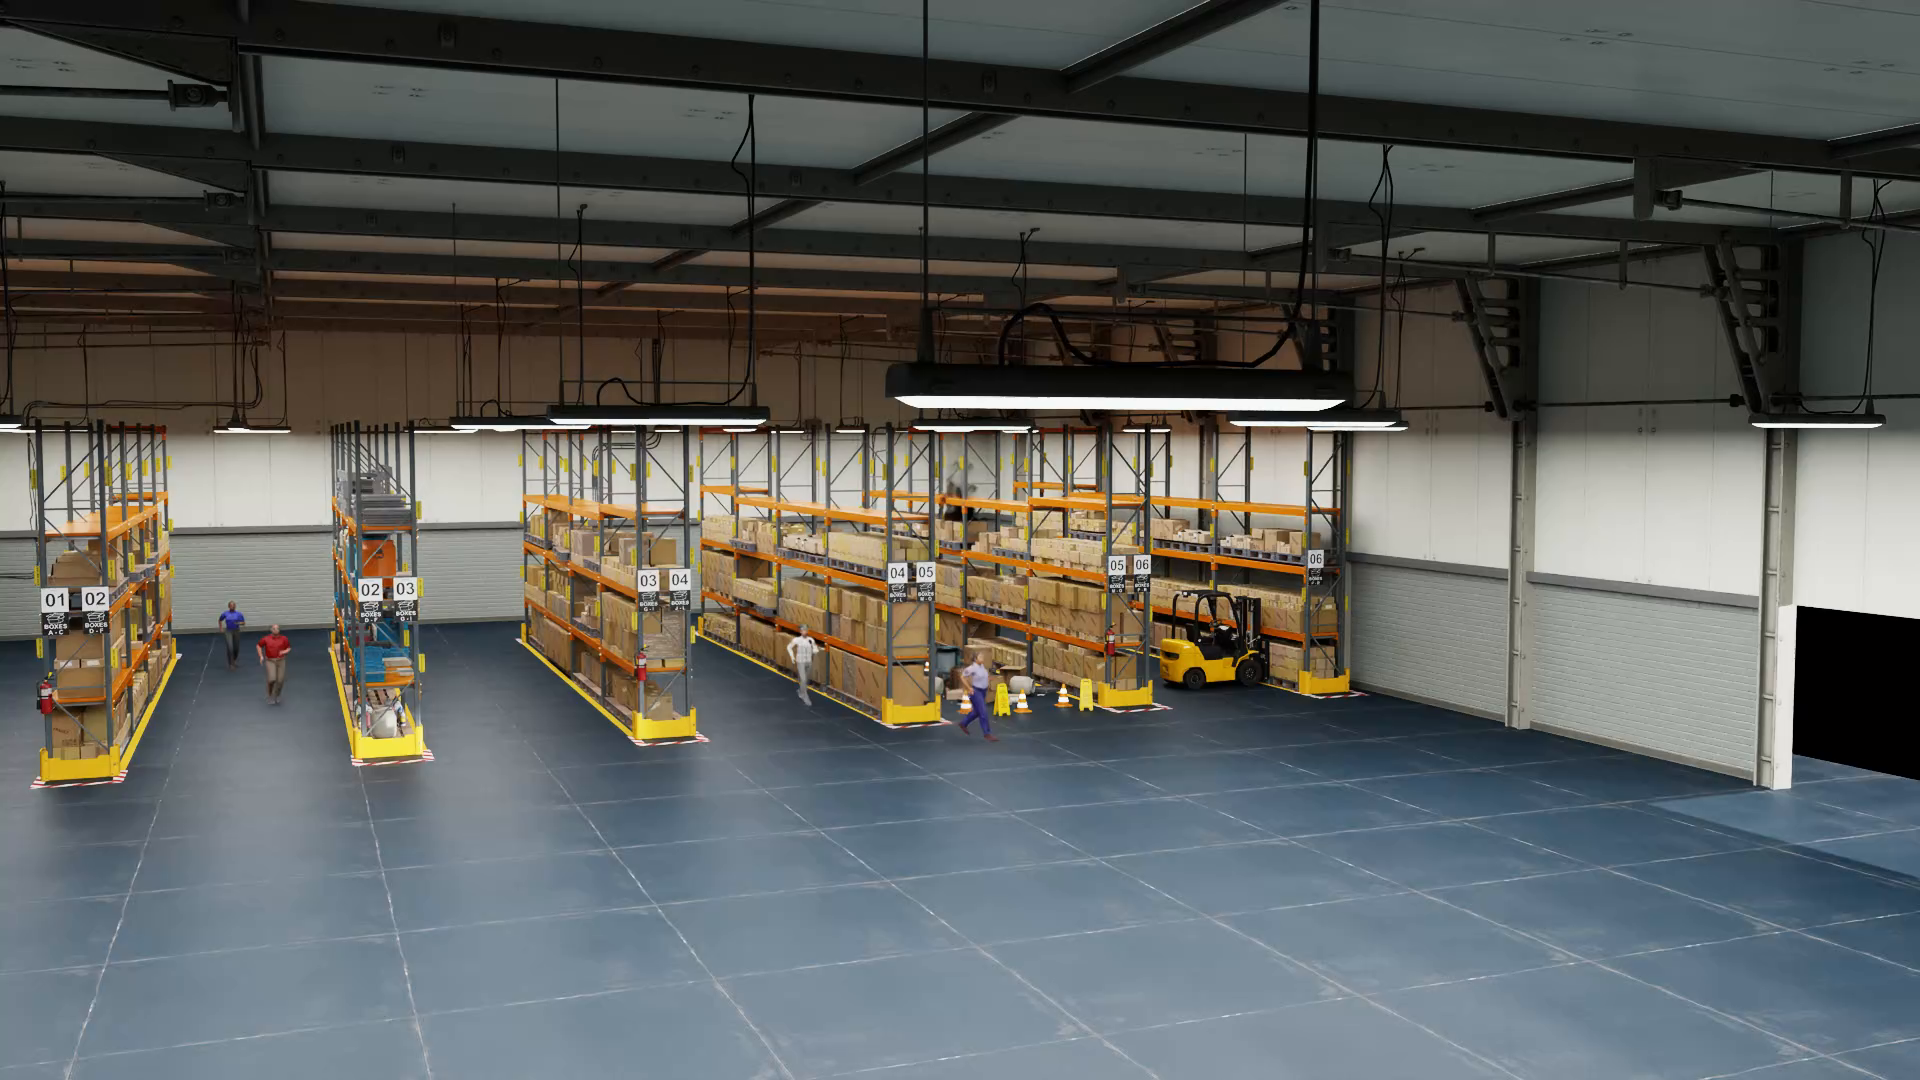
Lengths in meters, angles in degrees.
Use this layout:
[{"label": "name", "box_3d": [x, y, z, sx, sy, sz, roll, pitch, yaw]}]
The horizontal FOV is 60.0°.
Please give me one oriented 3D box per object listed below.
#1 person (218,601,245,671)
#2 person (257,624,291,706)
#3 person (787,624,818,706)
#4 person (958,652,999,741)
[{"label": "person", "box_3d": [-17.819, 2.332, 40.736, 0.566, 1.672, 0.908, -2, 4, -32]}, {"label": "person", "box_3d": [-14.572, 2.660, 35.403, 0.637, 1.738, 0.693, -2, 4, -34]}, {"label": "person", "box_3d": [-3.329, 2.634, 35.551, 0.605, 1.689, 0.906, -2, 4, -29]}, {"label": "person", "box_3d": [0.336, 2.934, 31.334, 0.940, 1.622, 0.603, 2, 4, 27]}]
